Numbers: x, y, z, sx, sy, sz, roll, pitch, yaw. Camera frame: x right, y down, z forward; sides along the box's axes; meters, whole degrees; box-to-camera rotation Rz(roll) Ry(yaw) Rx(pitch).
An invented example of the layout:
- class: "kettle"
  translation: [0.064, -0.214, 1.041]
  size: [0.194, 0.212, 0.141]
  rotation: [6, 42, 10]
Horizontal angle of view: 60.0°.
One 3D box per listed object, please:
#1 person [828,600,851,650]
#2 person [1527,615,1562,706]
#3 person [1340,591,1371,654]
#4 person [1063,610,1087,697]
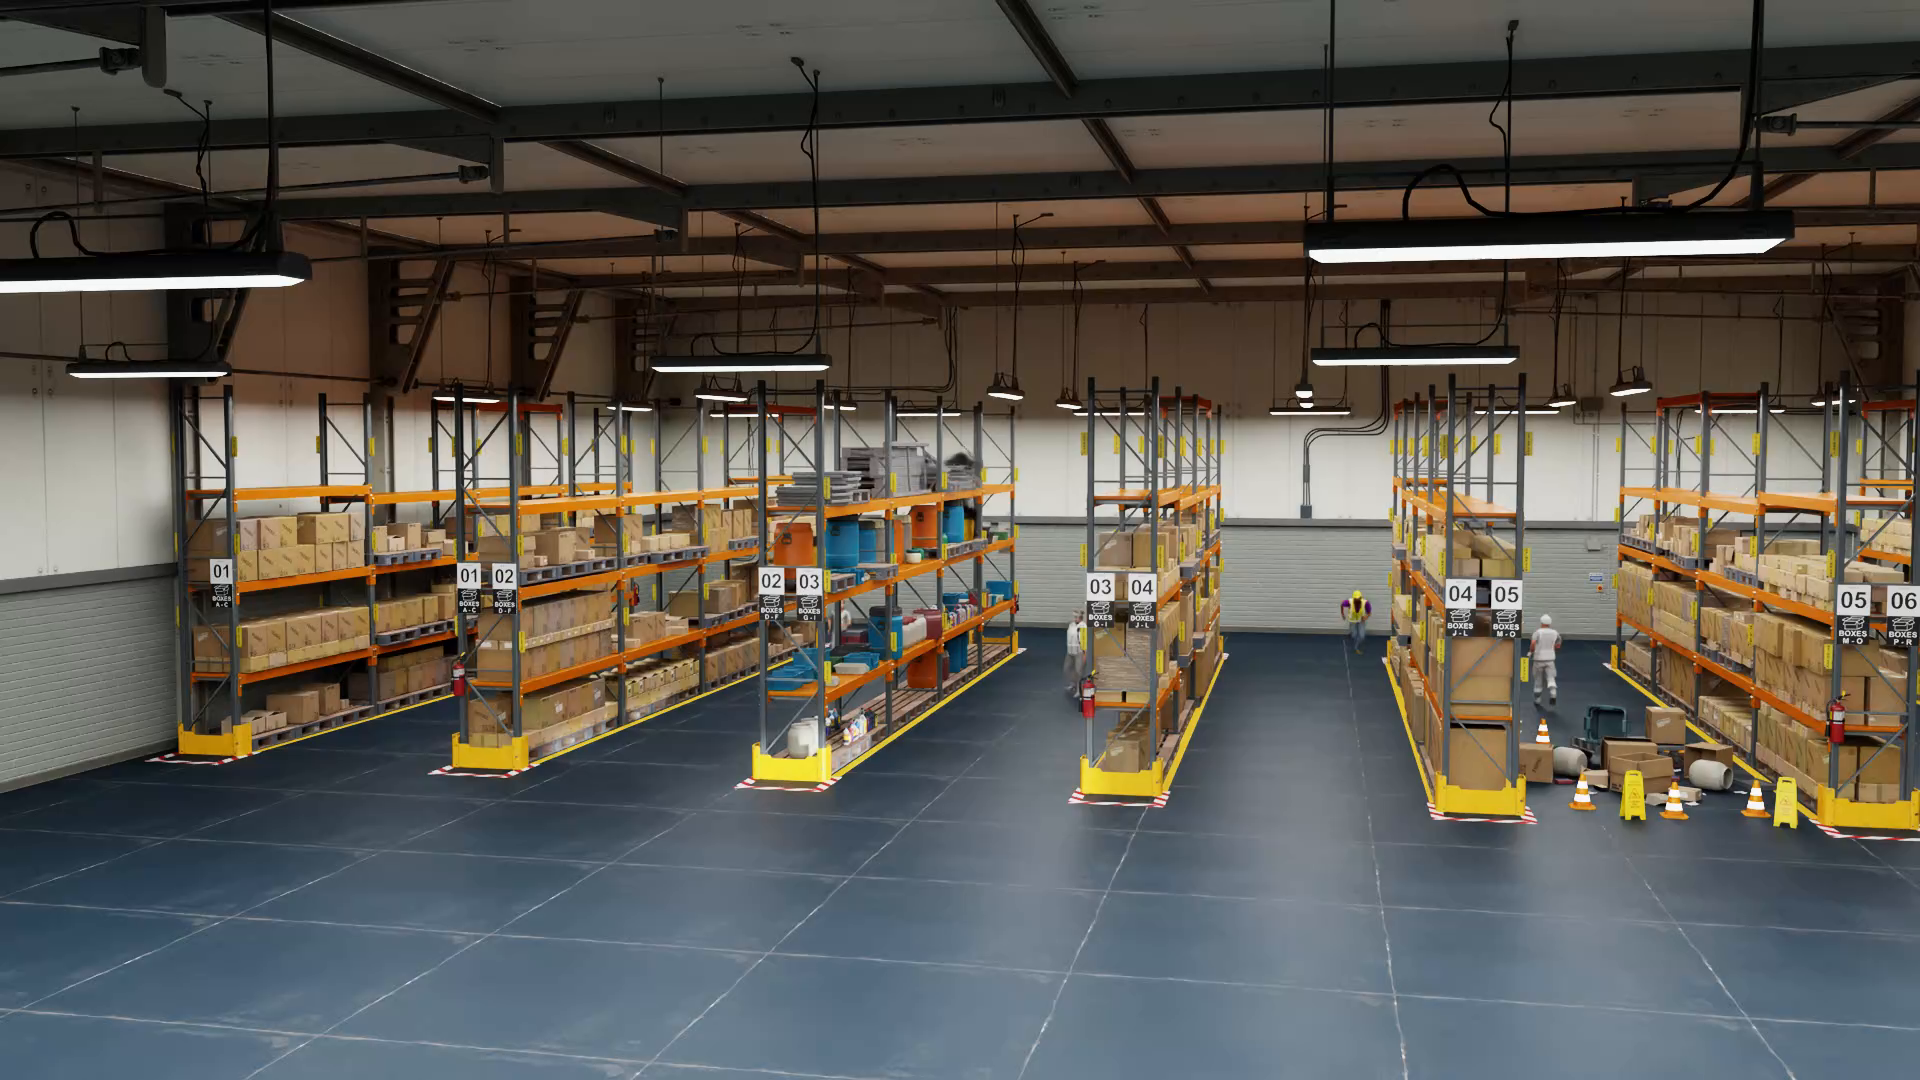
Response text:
- class: "person"
  translation: [-2.661, 2.120, 36.599]
  size: [0.553, 1.687, 0.702]
  rotation: [0, 3, 3]
- class: "person"
  translation: [11.192, 2.308, 31.819]
  size: [0.655, 1.765, 1.000]
  rotation: [0, 3, 7]
- class: "person"
  translation: [9.511, 1.986, 39.986]
  size: [0.729, 1.568, 0.854]
  rotation: [1, 3, 16]
- class: "person"
  translation: [2.350, 2.277, 33.357]
  size: [0.653, 1.788, 0.508]
  rotation: [3, 4, 42]
